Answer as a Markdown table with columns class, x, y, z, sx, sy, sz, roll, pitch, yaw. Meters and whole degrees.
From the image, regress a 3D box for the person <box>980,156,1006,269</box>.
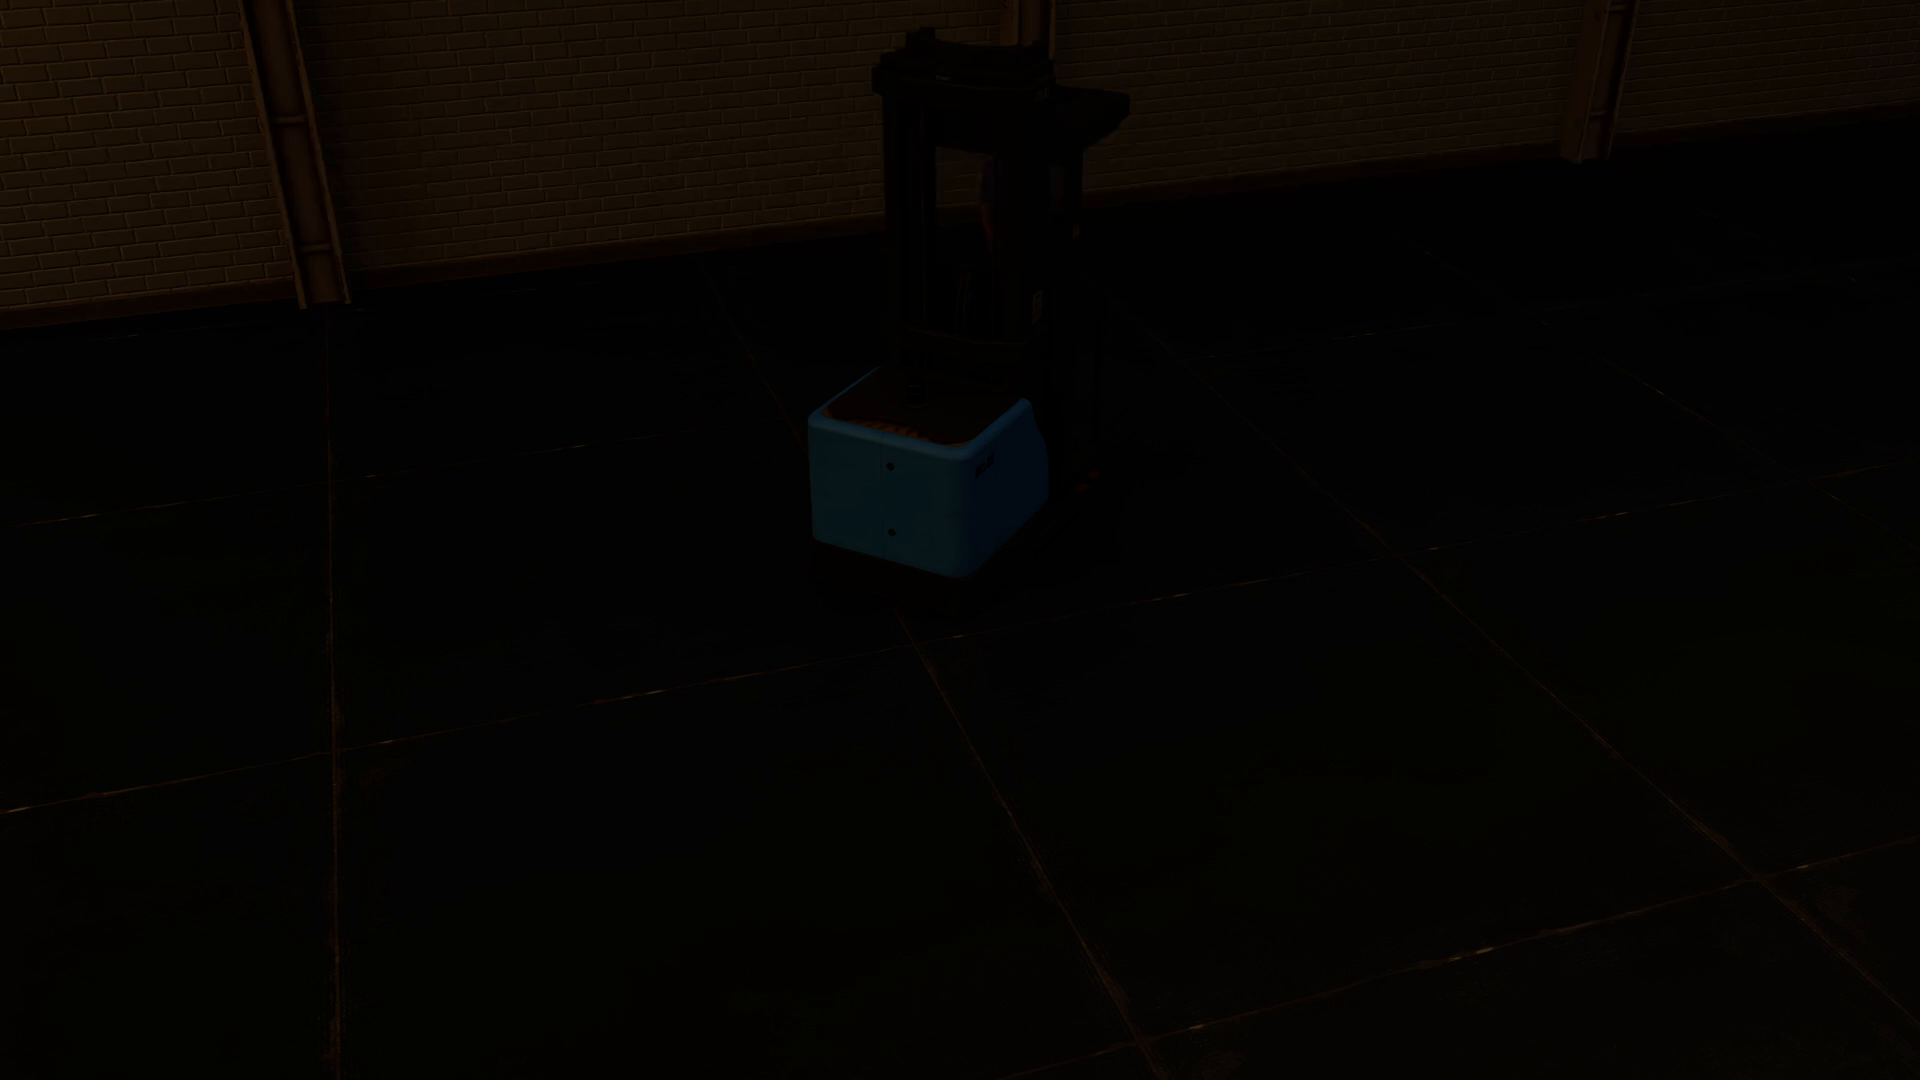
| class | x | y | z | sx | sy | sz | roll | pitch | yaw |
| --- | --- | --- | --- | --- | --- | --- | --- | --- | --- |
| person | 0.460 | -2.214 | 12.237 | 0.536 | 1.651 | 0.573 | 23 | 37 | 34 |

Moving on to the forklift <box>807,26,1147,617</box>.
| class | x | y | z | sx | sy | sz | roll | pitch | yaw |
| --- | --- | --- | --- | --- | --- | --- | --- | --- | --- |
| forklift | 0.281 | -1.555 | 9.790 | 1.130 | 2.935 | 3.031 | 15 | 33 | 24 |
